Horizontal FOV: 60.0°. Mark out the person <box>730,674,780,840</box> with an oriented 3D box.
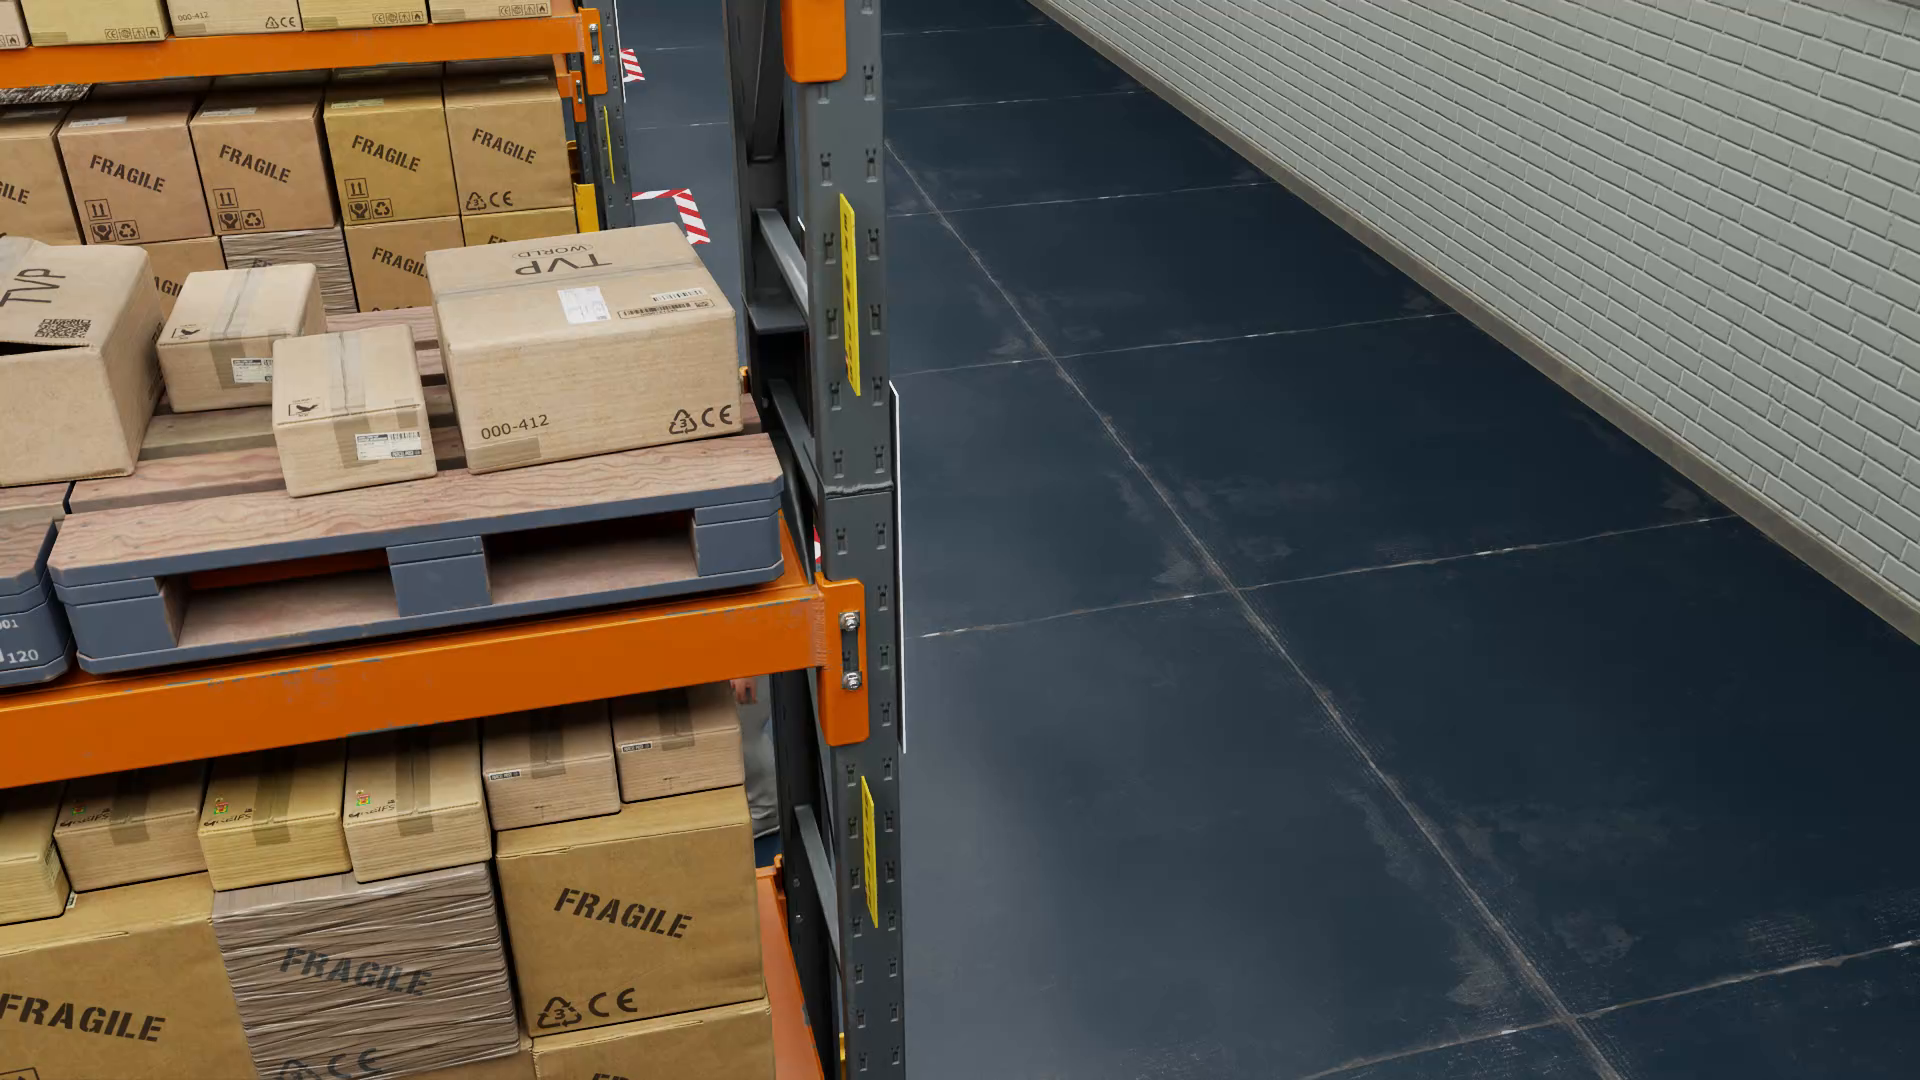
[{"bbox_3d":[-0.854,0.374,6.478,0.439,1.747,0.596,-10,31,-16],"label":"person"}]
